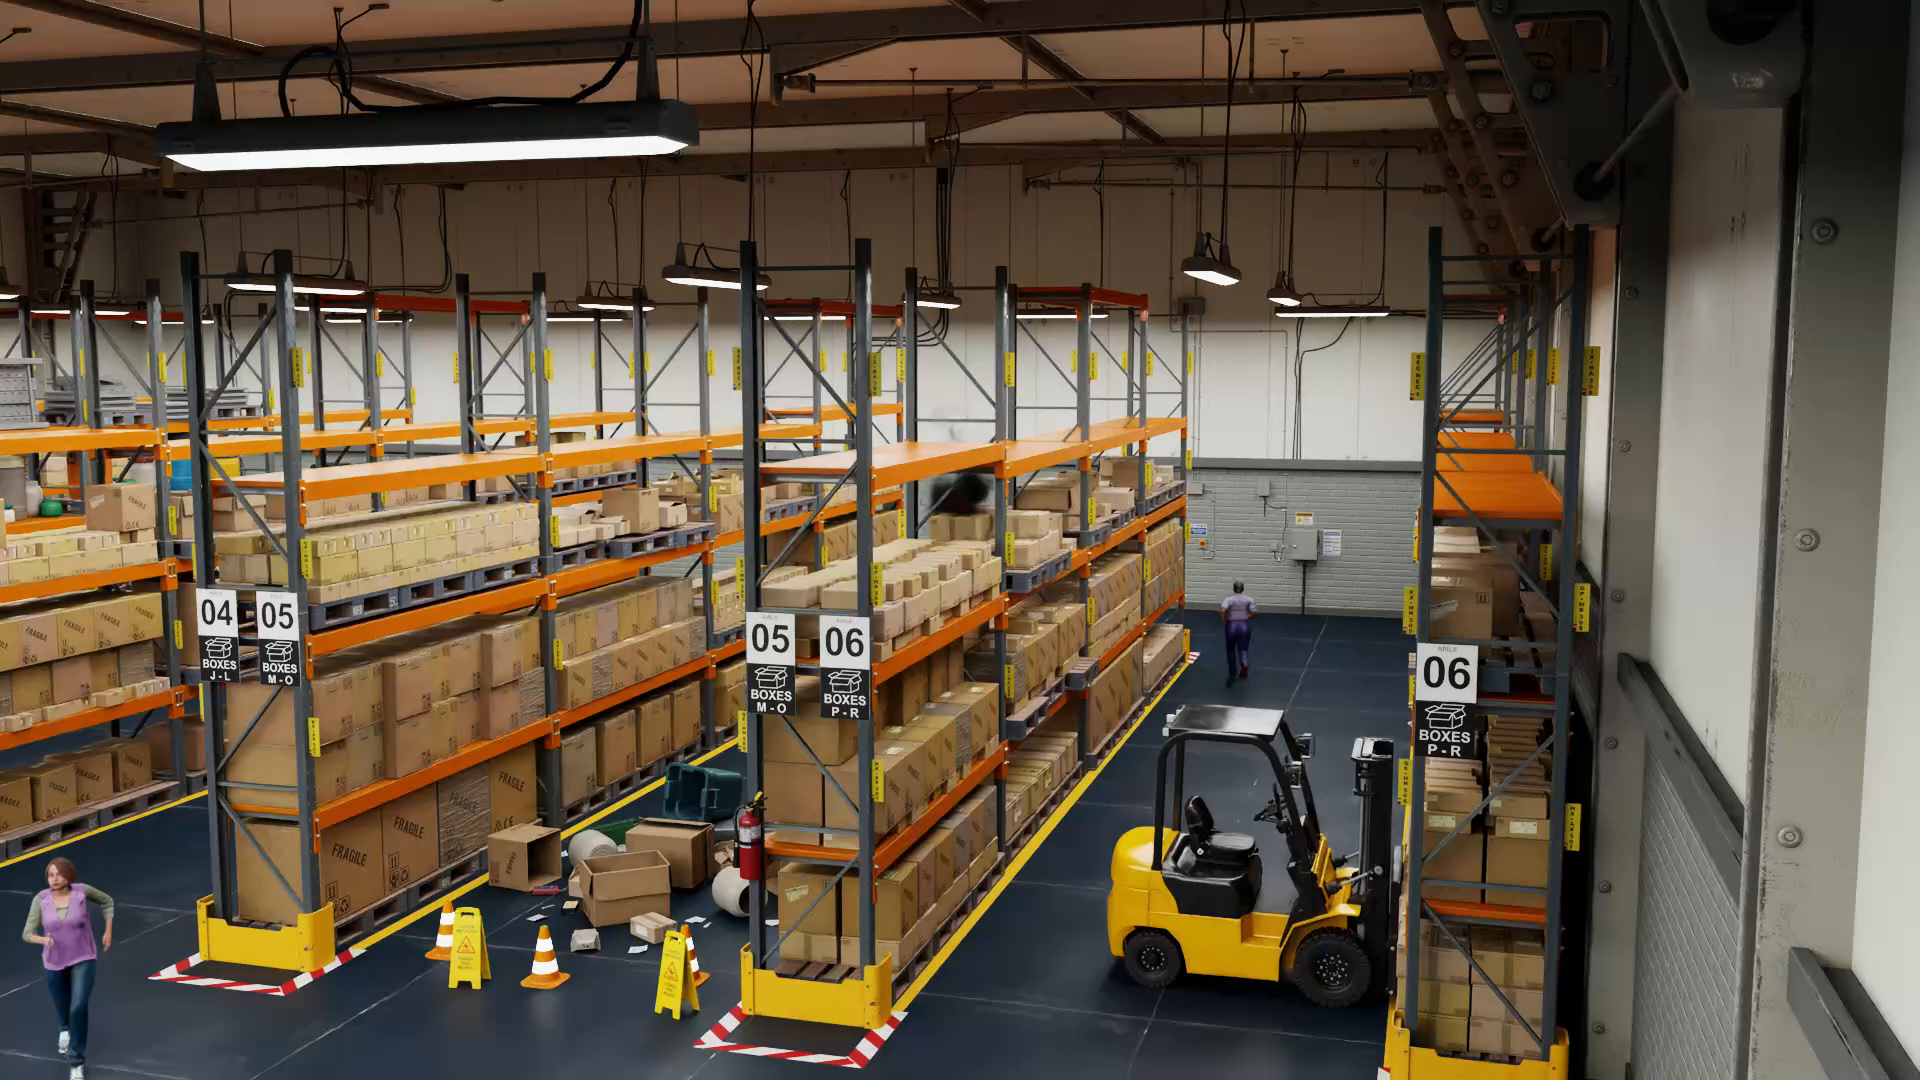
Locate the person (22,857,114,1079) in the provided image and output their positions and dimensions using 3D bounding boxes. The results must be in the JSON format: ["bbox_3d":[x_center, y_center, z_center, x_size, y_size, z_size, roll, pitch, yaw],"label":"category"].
[{"bbox_3d":[-6.378,3.045,11.942,0.548,1.631,0.848,-2,7,-17],"label":"person"}]

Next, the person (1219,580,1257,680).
[{"bbox_3d":[4.361,1.461,26.142,0.607,1.625,0.788,0,6,3],"label":"person"}]
